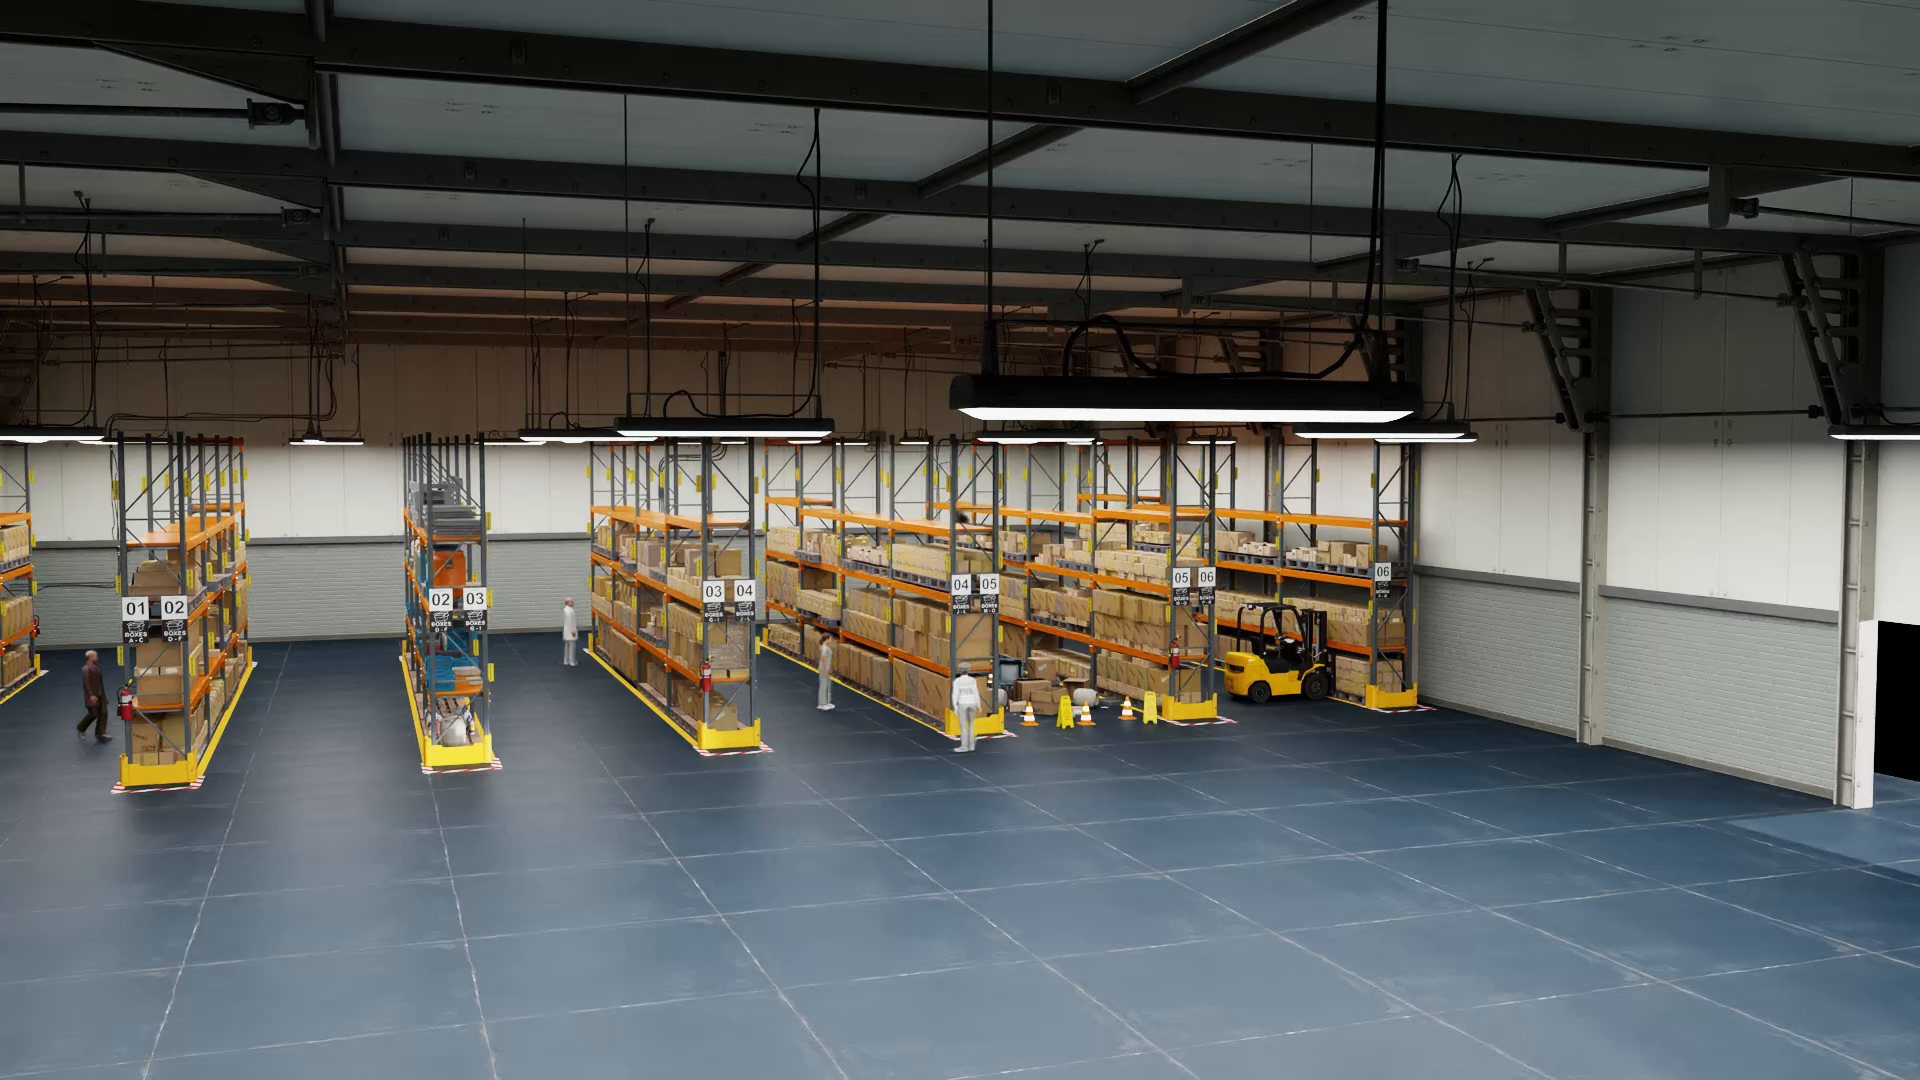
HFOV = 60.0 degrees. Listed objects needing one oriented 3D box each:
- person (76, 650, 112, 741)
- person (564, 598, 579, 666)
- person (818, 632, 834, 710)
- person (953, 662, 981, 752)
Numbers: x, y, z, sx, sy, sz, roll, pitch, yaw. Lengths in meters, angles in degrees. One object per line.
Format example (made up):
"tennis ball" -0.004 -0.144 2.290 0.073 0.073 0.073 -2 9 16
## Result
"person" -17.007 3.047 32.646 0.702 1.778 0.611 0 3 8
"person" -10.227 2.403 43.804 0.442 1.785 0.592 -2 4 -35
"person" -2.941 2.862 36.480 0.356 1.690 0.470 0 3 -4
"person" 0.132 3.157 31.344 0.548 1.717 0.385 -1 3 -15
